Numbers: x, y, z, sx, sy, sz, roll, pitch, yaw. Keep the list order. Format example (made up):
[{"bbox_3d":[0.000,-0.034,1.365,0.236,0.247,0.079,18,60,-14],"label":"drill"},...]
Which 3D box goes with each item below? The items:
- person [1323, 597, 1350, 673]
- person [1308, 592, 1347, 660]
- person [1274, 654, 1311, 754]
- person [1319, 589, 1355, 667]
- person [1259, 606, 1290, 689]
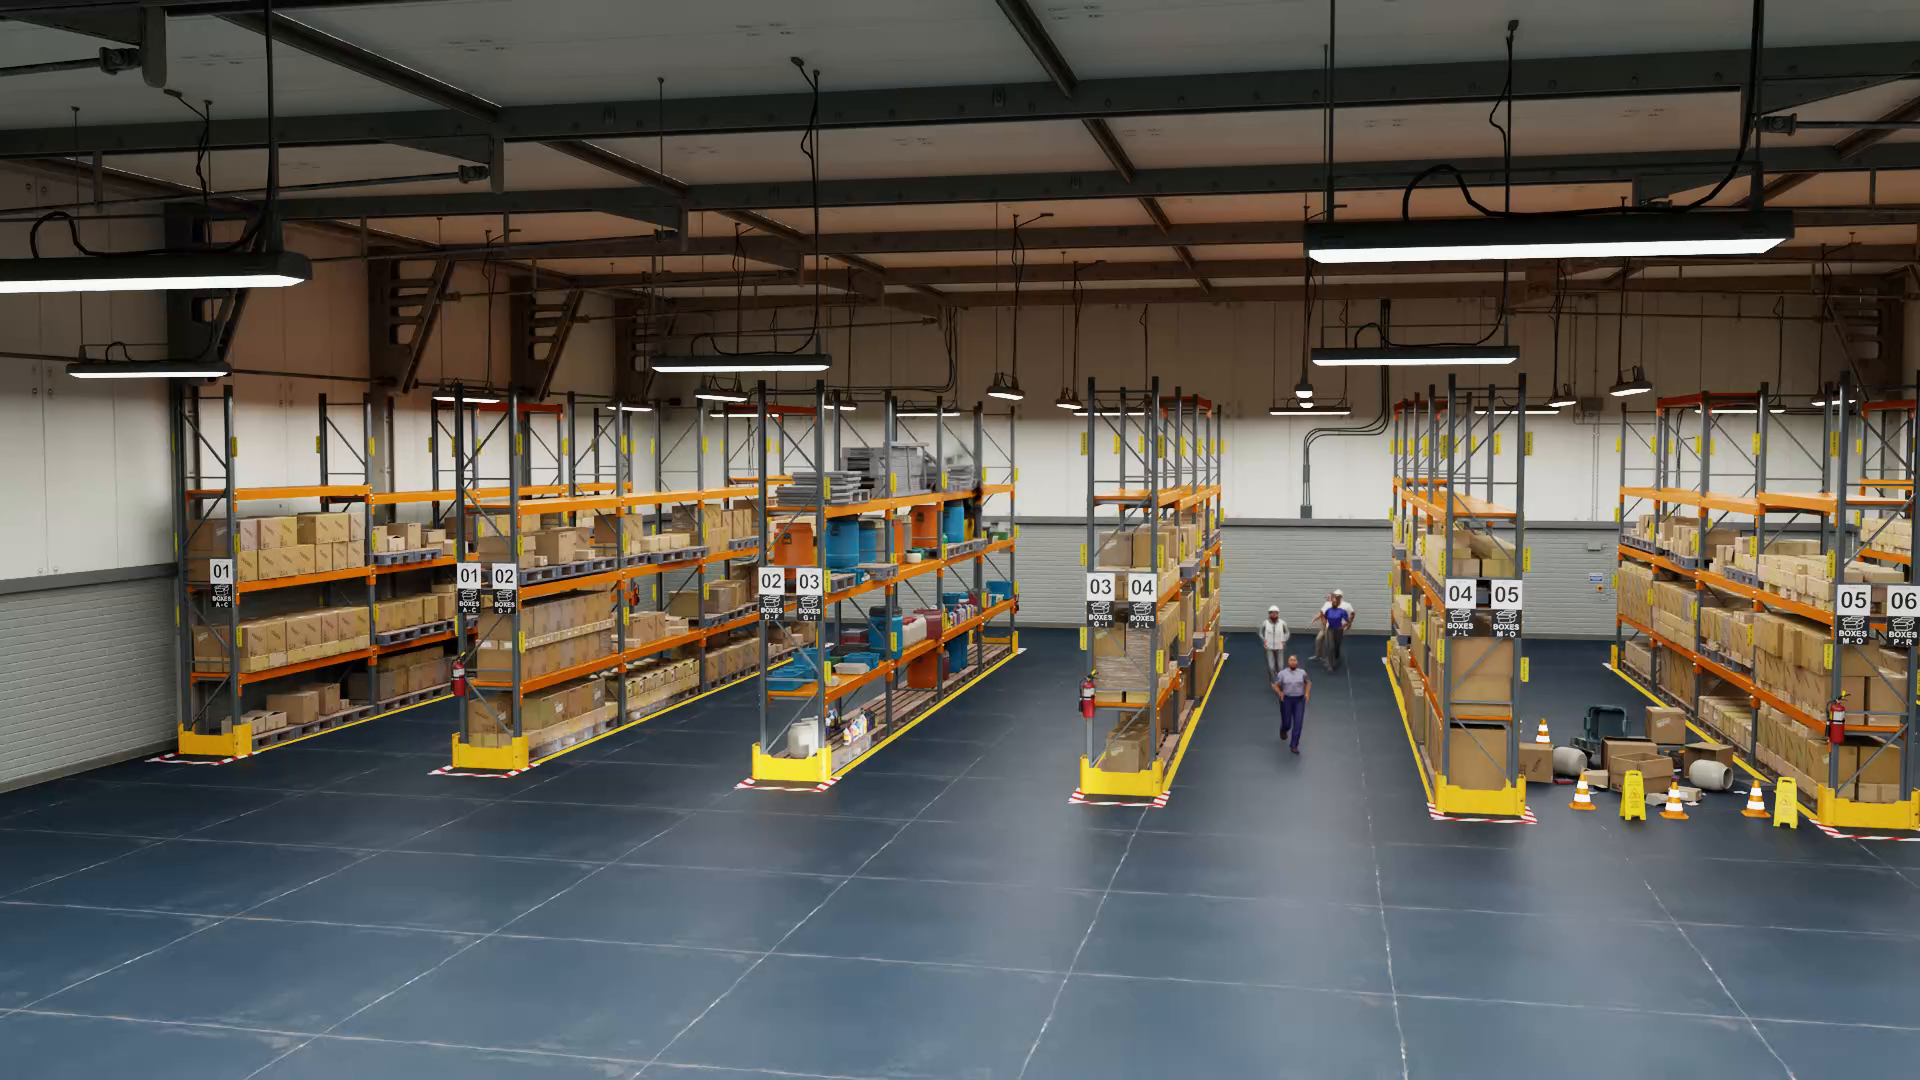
[{"bbox_3d":[8.385,2.097,37.070,0.594,1.660,0.853,1,3,19],"label":"person"},{"bbox_3d":[8.623,2.037,38.902,0.489,1.637,0.912,-3,4,-43],"label":"person"},{"bbox_3d":[5.479,2.679,27.339,0.622,1.605,0.764,0,3,3],"label":"person"},{"bbox_3d":[8.585,2.015,38.036,0.762,1.788,0.695,2,4,33],"label":"person"},{"bbox_3d":[6.474,2.218,34.258,0.638,1.725,0.576,1,3,10],"label":"person"}]
